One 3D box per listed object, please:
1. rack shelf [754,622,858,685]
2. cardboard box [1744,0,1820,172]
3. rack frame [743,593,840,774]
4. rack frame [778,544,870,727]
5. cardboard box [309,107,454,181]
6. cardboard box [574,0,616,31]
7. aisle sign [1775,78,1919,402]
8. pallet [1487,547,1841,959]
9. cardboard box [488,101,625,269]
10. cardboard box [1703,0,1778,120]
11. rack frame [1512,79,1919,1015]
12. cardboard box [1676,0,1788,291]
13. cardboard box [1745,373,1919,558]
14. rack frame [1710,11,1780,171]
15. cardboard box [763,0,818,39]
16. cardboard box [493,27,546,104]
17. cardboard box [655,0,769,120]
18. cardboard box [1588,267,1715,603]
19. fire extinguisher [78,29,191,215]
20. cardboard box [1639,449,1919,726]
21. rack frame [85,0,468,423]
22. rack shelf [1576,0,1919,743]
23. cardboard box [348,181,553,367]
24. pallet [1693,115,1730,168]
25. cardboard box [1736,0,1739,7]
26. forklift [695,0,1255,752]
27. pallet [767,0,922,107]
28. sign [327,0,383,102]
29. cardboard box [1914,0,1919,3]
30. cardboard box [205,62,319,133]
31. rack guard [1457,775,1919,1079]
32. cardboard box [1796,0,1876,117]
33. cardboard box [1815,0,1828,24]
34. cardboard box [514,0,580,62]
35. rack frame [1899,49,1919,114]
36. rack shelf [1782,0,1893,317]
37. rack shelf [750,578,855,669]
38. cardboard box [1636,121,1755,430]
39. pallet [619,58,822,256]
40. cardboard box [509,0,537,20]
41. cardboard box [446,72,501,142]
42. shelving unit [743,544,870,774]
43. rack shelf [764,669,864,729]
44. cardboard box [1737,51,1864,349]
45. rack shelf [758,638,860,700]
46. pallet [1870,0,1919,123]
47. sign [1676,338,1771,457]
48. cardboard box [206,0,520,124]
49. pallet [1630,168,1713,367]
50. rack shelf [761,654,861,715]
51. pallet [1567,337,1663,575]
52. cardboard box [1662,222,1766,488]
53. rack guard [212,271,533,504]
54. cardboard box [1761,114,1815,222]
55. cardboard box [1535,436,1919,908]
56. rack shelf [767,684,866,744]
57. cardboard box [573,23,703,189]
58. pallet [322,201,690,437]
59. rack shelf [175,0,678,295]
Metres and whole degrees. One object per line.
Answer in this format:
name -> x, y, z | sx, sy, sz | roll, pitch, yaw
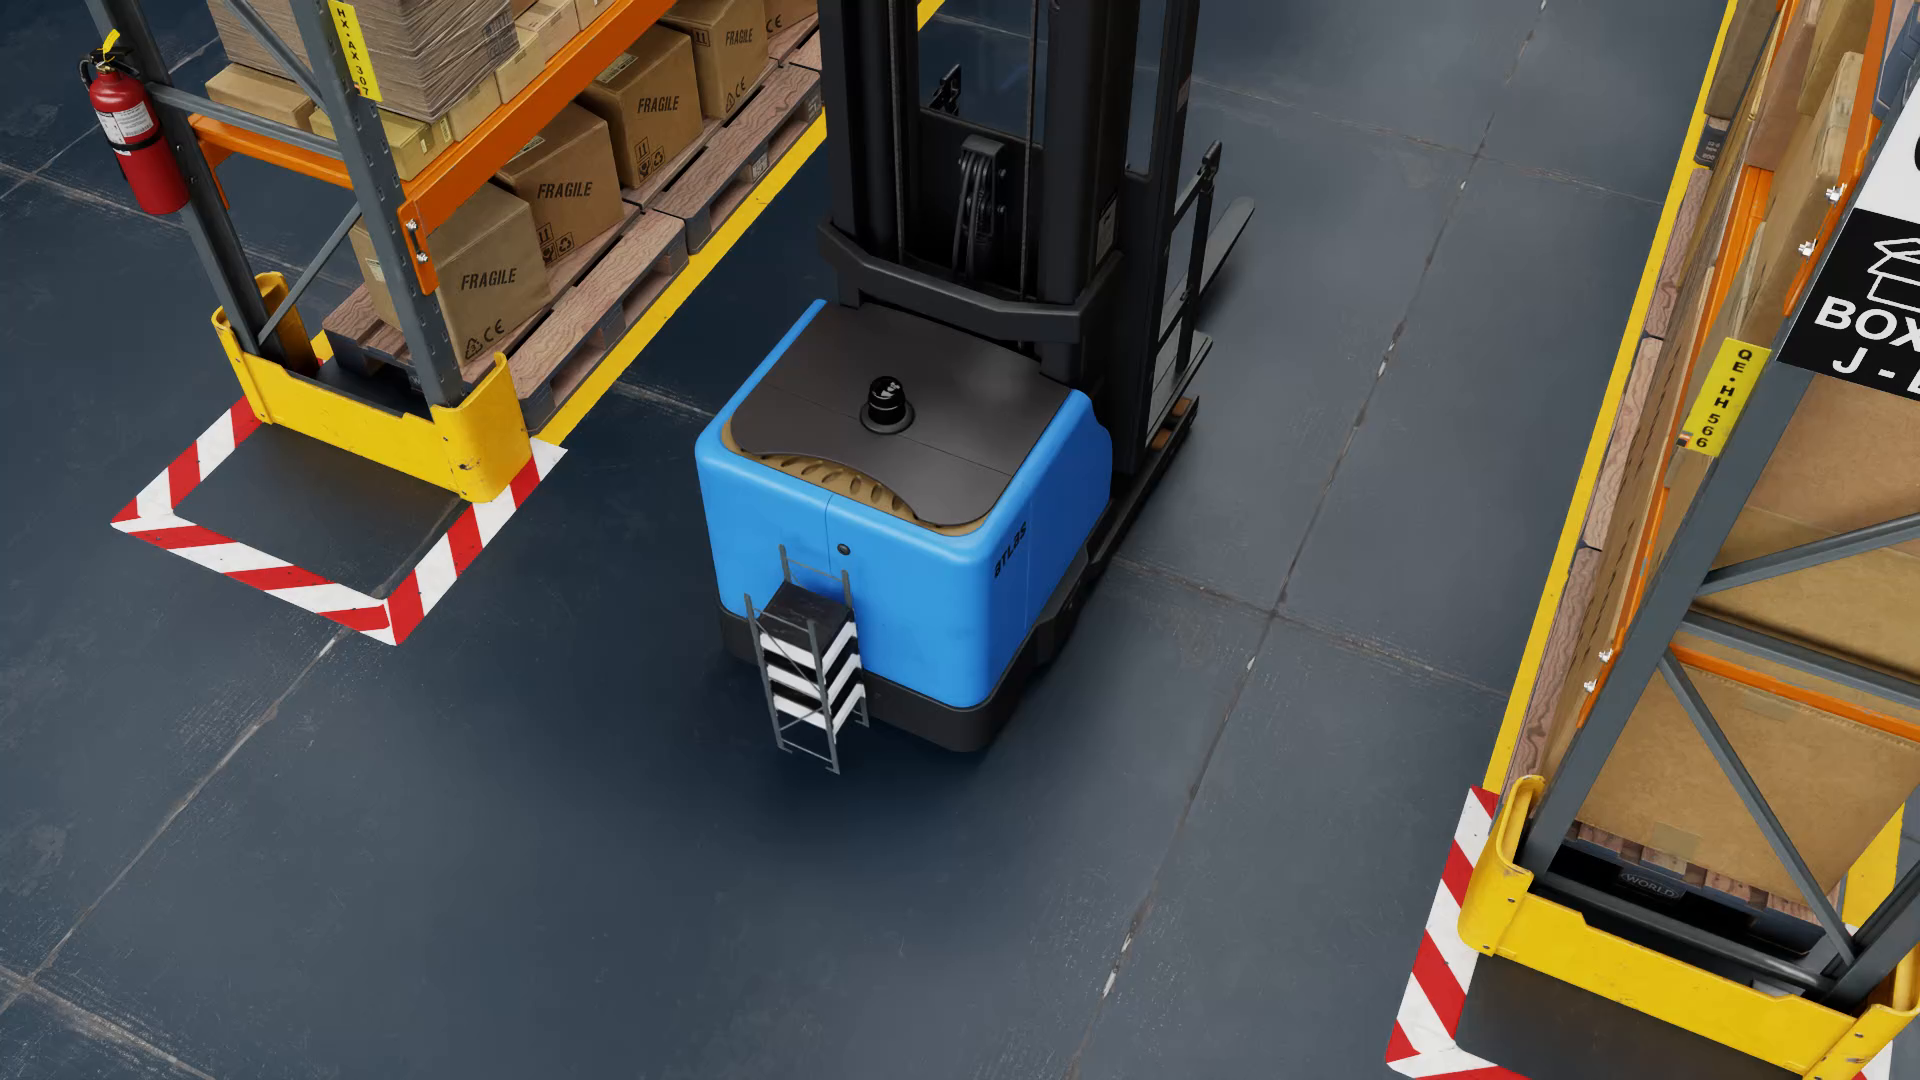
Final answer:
rack shelf -> -0.481, 0.310, 5.195 | 0.258, 0.077, 0.200 | 21, 57, 17
cardboard box -> 3.159, -1.493, 5.453 | 0.875, 0.550, 0.550 | 20, 52, 16
rack frame -> -0.523, 0.472, 5.259 | 0.240, 0.900, 0.006 | 21, 57, 17
rack frame -> -0.430, 0.326, 5.366 | 0.240, 0.900, 0.006 | 21, 57, 17
cardboard box -> -1.956, -1.388, 5.627 | 0.380, 0.149, 0.250 | 20, 52, 16
cardboard box -> -1.510, -2.070, 6.207 | 0.380, 0.149, 0.250 | 20, 52, 16
aisle sign -> 1.847, -0.559, 3.049 | 0.394, 0.787, 0.004 | 20, 52, 16
pallet -> 2.419, 0.660, 5.550 | 1.003, 0.211, 1.213 | 20, 52, 16
cardboard box -> -1.787, -1.525, 6.943 | 0.500, 0.500, 0.500 | 33, 57, 25
cardboard box -> 4.041, -2.286, 7.427 | 1.050, 0.750, 0.750 | 20, 52, 16
rack frame -> 2.148, 0.332, 3.998 | 1.000, 3.000, 0.127 | 20, 52, 16
cardboard box -> 3.525, -1.459, 6.642 | 0.875, 0.875, 0.875 | 21, 53, 17
cardboard box -> 2.342, -0.309, 3.736 | 0.875, 0.550, 0.550 | 20, 52, 16
rack frame -> 3.857, -2.422, 6.341 | 1.000, 3.000, 0.127 | 20, 52, 16
cardboard box -> -1.029, -2.772, 8.005 | 0.500, 0.500, 0.500 | 36, 58, 27
cardboard box -> -1.711, -1.722, 5.910 | 0.380, 0.149, 0.250 | 20, 52, 16
cardboard box -> -1.223, -2.319, 7.619 | 0.500, 0.500, 0.500 | 16, 51, 13
cardboard box -> 2.752, -0.210, 5.579 | 0.875, 0.875, 0.875 | 19, 52, 16
fire extinguisher -> -2.759, -1.397, 5.520 | 0.296, 0.674, 0.183 | 20, 52, 16
cardboard box -> 2.266, 0.013, 4.171 | 0.875, 0.550, 0.550 | 20, 52, 16
rack frame -> -2.293, -1.351, 5.430 | 1.000, 3.000, 0.127 | 20, 52, 16
rack shelf -> 3.003, -0.812, 5.444 | 1.077, 0.370, 4.000 | 20, 52, 16
cardboard box -> -2.011, -1.102, 6.583 | 0.500, 0.500, 0.500 | 29, 55, 22
pallet -> 4.119, -2.074, 7.876 | 1.003, 0.211, 1.213 | 20, 52, 16
cardboard box -> 4.457, -2.949, 7.991 | 1.050, 0.750, 0.750 | 20, 52, 16
forklift -> 0.288, -1.374, 5.495 | 1.130, 2.935, 3.031 | 21, 53, 17
pallet -> -0.839, -2.728, 8.433 | 1.003, 0.211, 1.213 | 20, 52, 16
sign -> -1.802, -1.455, 4.950 | 0.100, 0.325, 0.005 | 20, 52, 16
cardboard box -> 1.984, -1.066, 3.042 | 0.380, 0.149, 0.250 | 20, 52, 16
cardboard box -> -2.358, -1.533, 5.750 | 0.380, 0.149, 0.250 | 20, 52, 16
rack guard -> 2.138, 1.159, 4.936 | 1.175, 0.500, 0.348 | 20, 52, 16
cardboard box -> 2.964, -1.467, 4.721 | 0.875, 0.550, 0.500 | 20, 52, 16
cardboard box -> 3.184, -1.834, 5.034 | 0.875, 0.550, 0.550 | 20, 52, 16
cardboard box -> -1.623, -1.901, 6.063 | 0.380, 0.149, 0.250 | 20, 52, 16
rack frame -> 2.148, -1.612, 1.713 | 1.000, 3.000, 0.127 | 20, 52, 16
rack shelf -> 3.003, -1.784, 4.301 | 1.077, 0.370, 4.000 | 20, 52, 16
rack shelf -> -0.484, 0.256, 5.124 | 0.258, 0.077, 0.200 | 21, 57, 17
cardboard box -> 3.144, -0.837, 6.112 | 0.875, 0.875, 0.875 | 20, 53, 16
pallet -> -1.359, -1.885, 7.715 | 1.003, 0.211, 1.213 | 20, 52, 16
cardboard box -> -1.928, -2.233, 5.920 | 0.875, 0.500, 0.500 | 20, 52, 16
cardboard box -> -1.832, -1.554, 5.768 | 0.380, 0.149, 0.250 | 20, 52, 16
shelving unit -> -0.477, 0.399, 5.312 | 0.258, 0.900, 0.210 | 21, 57, 17
rack shelf -> -0.473, 0.473, 5.410 | 0.258, 0.077, 0.200 | 21, 57, 17
cardboard box -> 2.493, -0.718, 4.084 | 0.875, 0.550, 0.550 | 20, 52, 16
rack shelf -> -0.478, 0.364, 5.267 | 0.258, 0.077, 0.200 | 21, 57, 17
pallet -> 2.456, -1.125, 3.327 | 1.003, 0.211, 1.213 | 20, 52, 16
sign -> 1.664, -0.306, 3.625 | 0.100, 0.325, 0.005 | 20, 52, 16
cardboard box -> -2.033, -1.850, 5.593 | 0.875, 0.500, 0.500 | 20, 52, 16
pallet -> 3.462, -1.020, 6.980 | 1.003, 0.211, 1.213 | 20, 52, 16
rack shelf -> -0.476, 0.419, 5.339 | 0.258, 0.077, 0.200 | 21, 57, 17
pallet -> 2.942, -0.177, 6.262 | 1.003, 0.211, 1.213 | 20, 52, 16
cardboard box -> 2.481, -0.372, 4.499 | 0.875, 0.550, 0.550 | 20, 52, 16
rack guard -> -2.261, -0.593, 6.427 | 1.175, 0.500, 0.348 | 20, 52, 16
cardboard box -> 3.023, -1.096, 5.114 | 0.875, 0.550, 0.500 | 20, 52, 16
cardboard box -> 2.378, 0.396, 5.063 | 0.875, 0.875, 0.875 | 20, 53, 16
rack shelf -> -0.470, 0.527, 5.482 | 0.258, 0.077, 0.200 | 21, 57, 17
cardboard box -> -1.502, -1.949, 7.305 | 0.500, 0.500, 0.500 | 24, 54, 19
pallet -> -1.882, -1.048, 7.003 | 1.003, 0.211, 1.213 | 20, 52, 16
rack shelf -> -1.439, -2.495, 6.876 | 1.077, 0.370, 4.000 | 20, 52, 16
